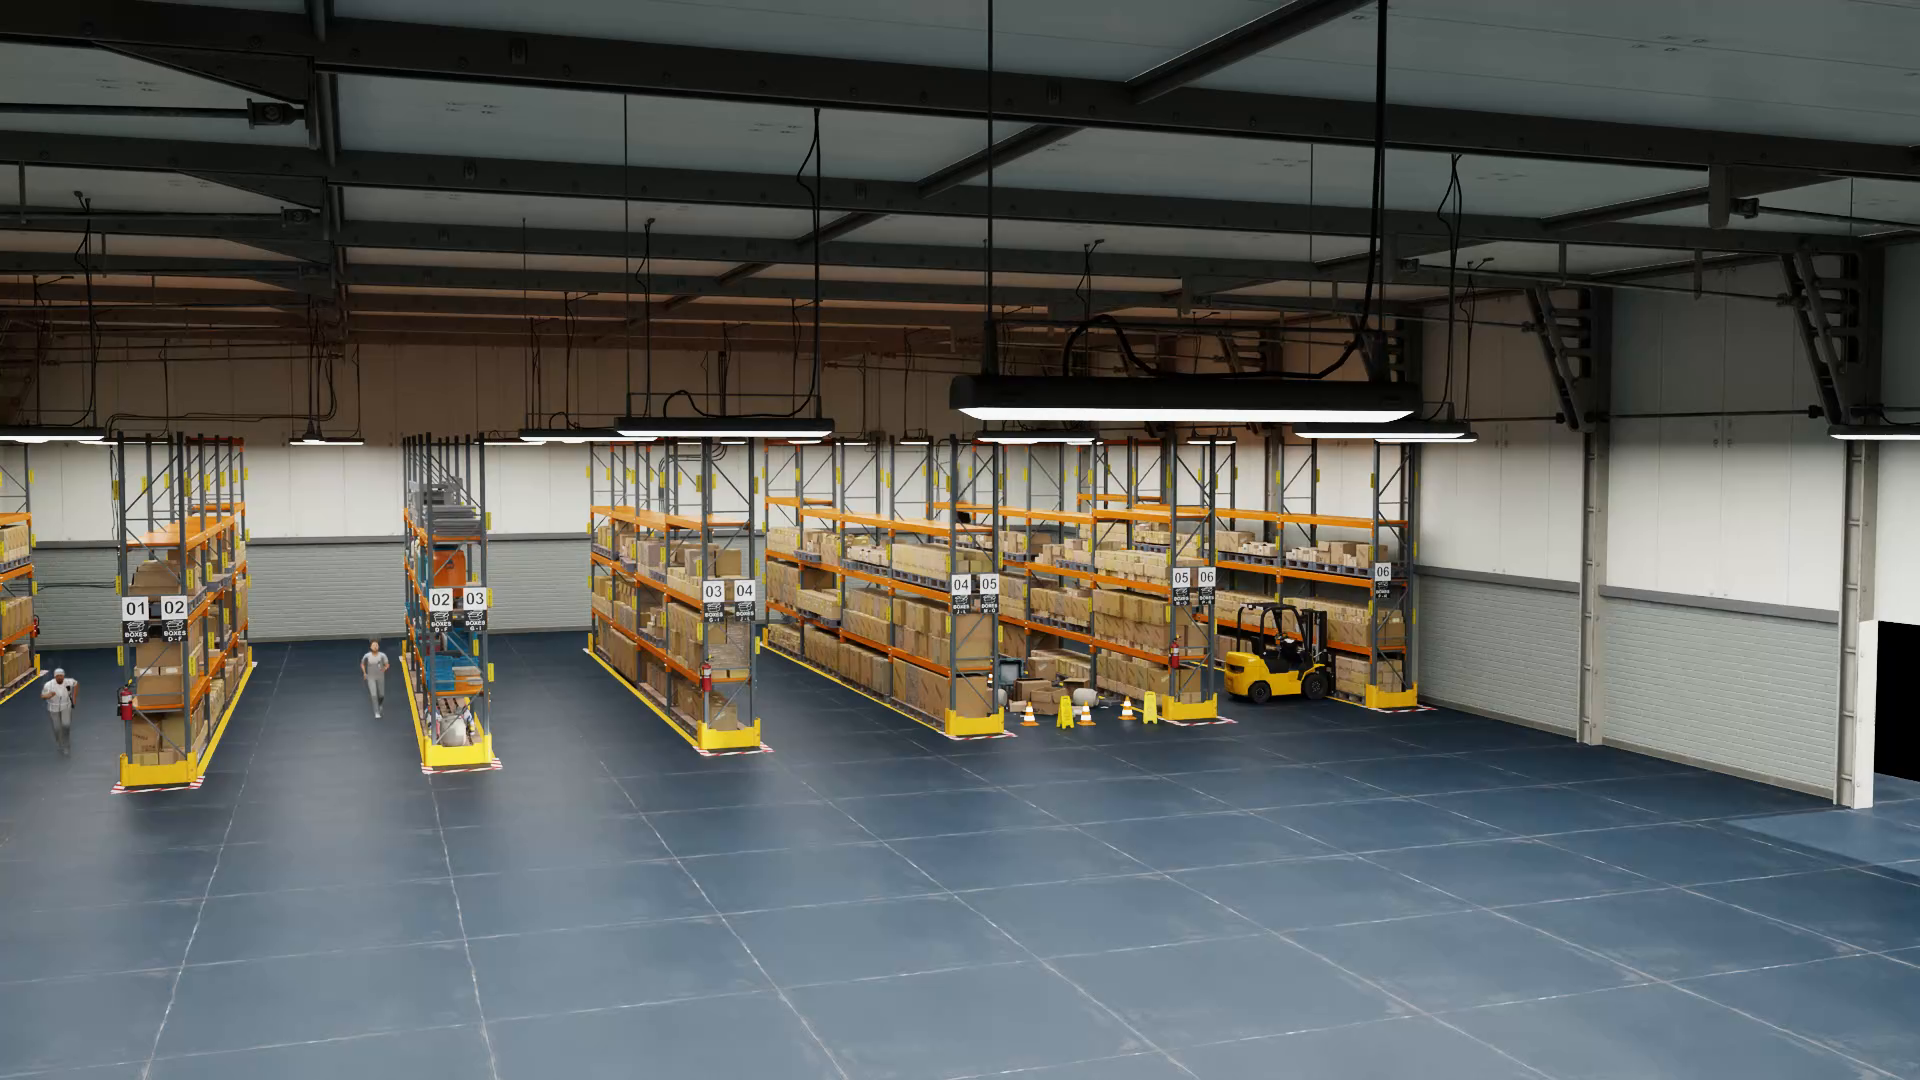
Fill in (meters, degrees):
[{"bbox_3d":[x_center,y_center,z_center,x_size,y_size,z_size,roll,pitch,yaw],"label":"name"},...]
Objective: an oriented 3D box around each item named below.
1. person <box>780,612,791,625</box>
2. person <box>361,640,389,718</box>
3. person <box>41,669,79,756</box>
[{"bbox_3d":[-5.087,2.142,49.669,0.705,1.694,0.763,0,3,6],"label":"person"},{"bbox_3d":[-12.433,2.942,35.362,0.563,1.632,0.697,-1,3,-20],"label":"person"},{"bbox_3d":[-16.777,3.190,31.022,0.593,1.642,0.893,-1,3,-24],"label":"person"}]
